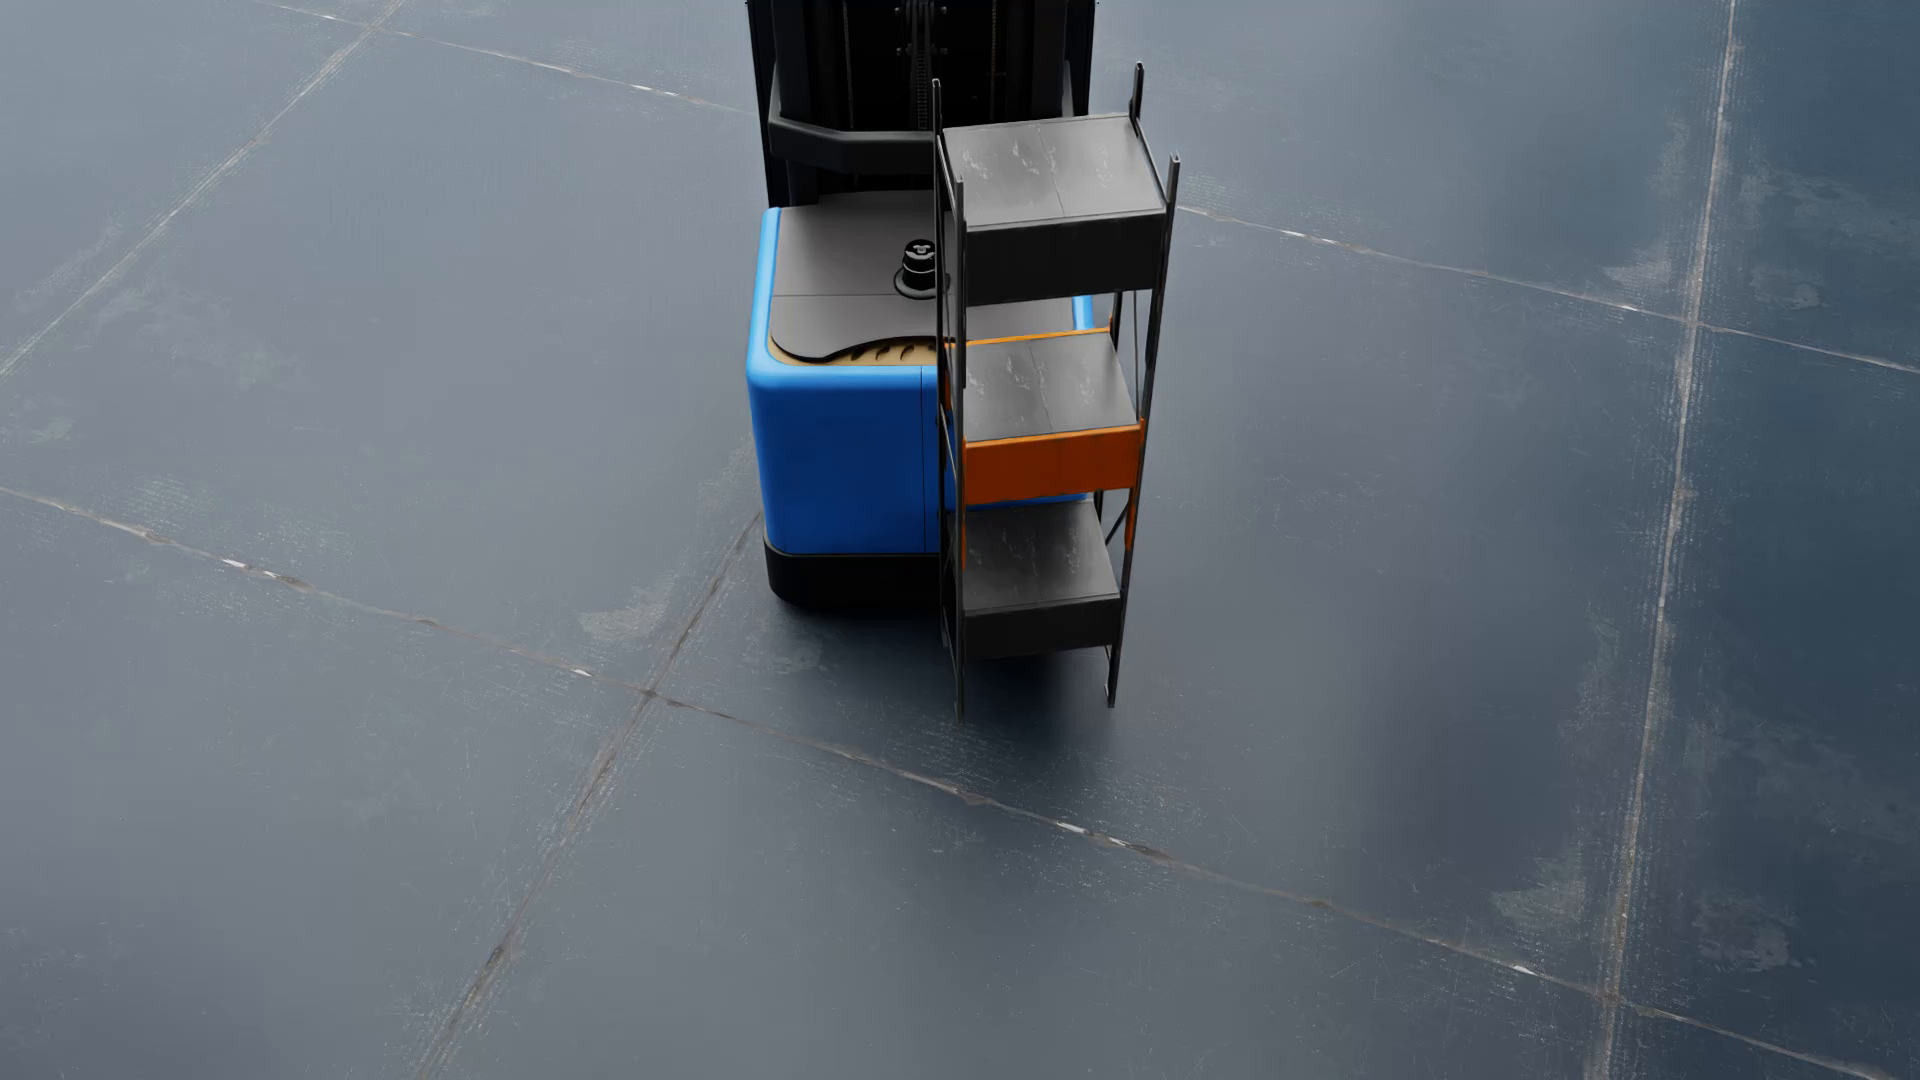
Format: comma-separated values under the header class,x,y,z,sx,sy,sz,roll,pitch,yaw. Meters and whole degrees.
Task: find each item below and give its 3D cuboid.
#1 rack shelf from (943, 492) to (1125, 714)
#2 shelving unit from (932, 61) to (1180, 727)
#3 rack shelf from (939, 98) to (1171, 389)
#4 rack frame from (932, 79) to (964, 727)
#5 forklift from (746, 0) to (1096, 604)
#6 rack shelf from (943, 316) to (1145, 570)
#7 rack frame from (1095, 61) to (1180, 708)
class,x,y,z,sx,sy,sz,roll,pitch,yaw
rack shelf,0.213,0.192,5.138,0.480,0.518,0.431,-6,49,-6
shelving unit,0.213,-0.275,4.599,0.503,2.100,0.431,-6,49,-6
rack shelf,0.213,-0.725,4.080,0.480,0.518,0.431,-6,49,-6
rack frame,-0.028,-0.248,4.575,0.015,2.100,0.400,-6,49,-6
forklift,-0.122,-1.850,5.414,1.130,2.935,3.031,0,49,0
rack shelf,0.213,-0.266,4.609,0.480,0.518,0.431,-6,49,-6
rack frame,0.454,-0.302,4.623,0.015,2.100,0.400,-6,49,-6
